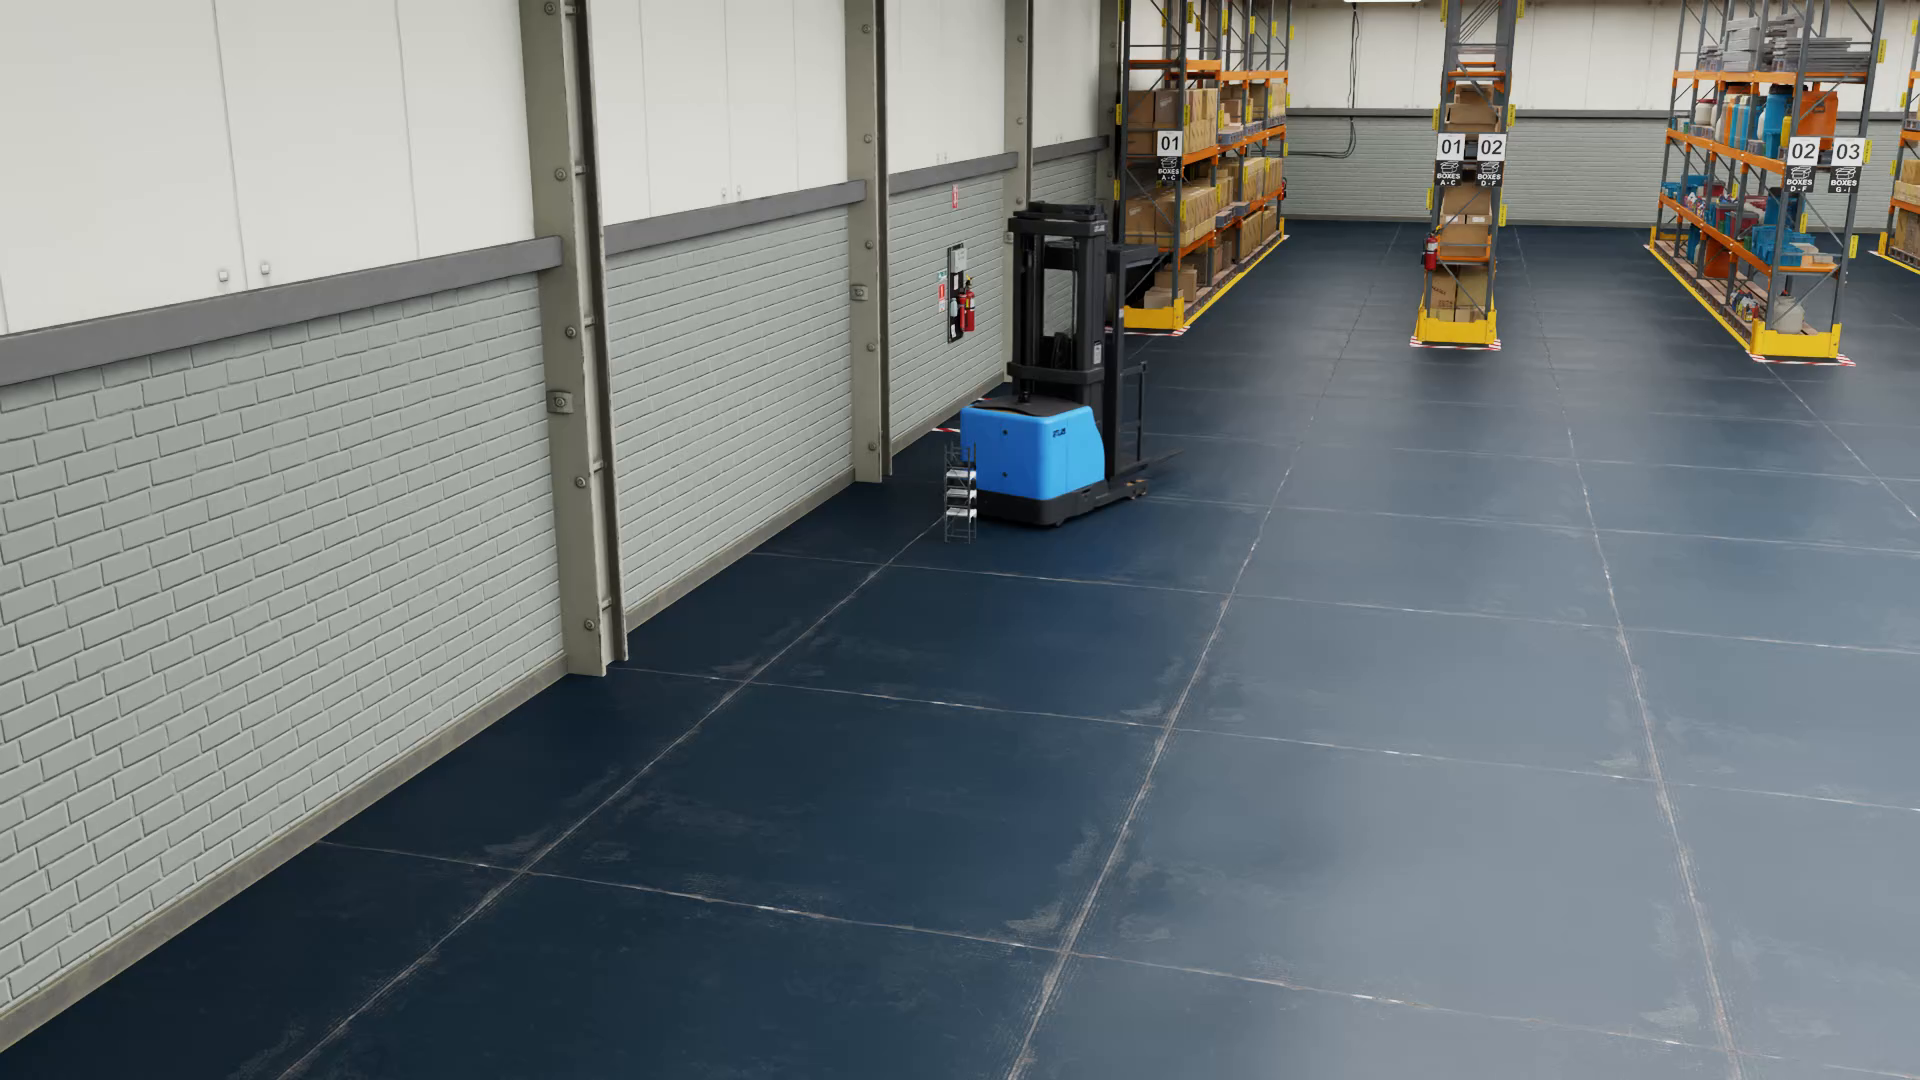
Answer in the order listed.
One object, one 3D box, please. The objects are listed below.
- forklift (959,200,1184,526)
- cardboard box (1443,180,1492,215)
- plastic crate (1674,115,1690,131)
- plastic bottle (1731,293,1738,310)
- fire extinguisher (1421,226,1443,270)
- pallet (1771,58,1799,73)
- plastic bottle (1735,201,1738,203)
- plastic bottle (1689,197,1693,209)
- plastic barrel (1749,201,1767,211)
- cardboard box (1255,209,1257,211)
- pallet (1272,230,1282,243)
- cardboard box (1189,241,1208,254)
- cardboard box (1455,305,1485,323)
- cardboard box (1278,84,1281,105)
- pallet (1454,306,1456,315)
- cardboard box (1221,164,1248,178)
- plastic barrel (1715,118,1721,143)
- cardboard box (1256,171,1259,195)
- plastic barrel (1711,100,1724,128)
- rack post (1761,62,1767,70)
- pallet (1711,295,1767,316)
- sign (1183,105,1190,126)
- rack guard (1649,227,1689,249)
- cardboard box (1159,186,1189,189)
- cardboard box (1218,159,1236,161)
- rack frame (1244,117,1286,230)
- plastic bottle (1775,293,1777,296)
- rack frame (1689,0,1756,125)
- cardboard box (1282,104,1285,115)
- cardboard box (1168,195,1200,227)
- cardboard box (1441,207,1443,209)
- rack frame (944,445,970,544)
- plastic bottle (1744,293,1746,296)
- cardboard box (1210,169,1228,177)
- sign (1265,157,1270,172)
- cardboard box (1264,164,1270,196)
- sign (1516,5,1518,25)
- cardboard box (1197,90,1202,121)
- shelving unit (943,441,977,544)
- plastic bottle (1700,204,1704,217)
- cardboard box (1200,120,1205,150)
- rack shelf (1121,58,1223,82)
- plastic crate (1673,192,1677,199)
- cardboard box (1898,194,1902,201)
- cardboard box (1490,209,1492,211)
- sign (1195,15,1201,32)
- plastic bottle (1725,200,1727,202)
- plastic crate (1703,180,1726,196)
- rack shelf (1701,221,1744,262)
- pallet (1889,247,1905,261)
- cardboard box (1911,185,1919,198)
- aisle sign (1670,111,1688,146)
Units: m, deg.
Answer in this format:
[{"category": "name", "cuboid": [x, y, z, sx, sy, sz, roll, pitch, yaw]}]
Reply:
[{"category": "forklift", "cuboid": [1.256, -1.885, 16.525, 1.130, 2.935, 3.031, 11, 19, 34]}, {"category": "cardboard box", "cuboid": [8.024, -5.418, 26.294, 0.700, 0.500, 0.500, 5, 16, 16]}, {"category": "plastic crate", "cuboid": [16.461, -9.446, 37.674, 0.504, 0.338, 0.767, 5, 16, 16]}, {"category": "plastic bottle", "cuboid": [13.172, -4.037, 28.172, 0.152, 0.276, 0.135, 5, 17, 18]}, {"category": "fire extinguisher", "cuboid": [7.385, -4.579, 26.037, 0.296, 0.674, 0.183, 5, 16, 16]}, {"category": "pallet", "cuboid": [13.196, -7.337, 25.705, 1.003, 0.211, 1.213, 5, 16, 16]}, {"category": "plastic bottle", "cuboid": [15.712, -6.710, 33.637, 0.152, 0.276, 0.135, 5, 16, 16]}, {"category": "plastic bottle", "cuboid": [15.256, -7.014, 34.694, 0.061, 0.283, 0.133, 5, 16, 16]}, {"category": "plastic barrel", "cuboid": [14.562, -5.876, 30.220, 0.433, 0.535, 0.433, 0, 16, 0]}, {"category": "cardboard box", "cuboid": [7.042, -8.017, 40.640, 0.380, 0.149, 0.250, 5, 17, 16]}, {"category": "pallet", "cuboid": [7.508, -7.623, 41.739, 1.003, 0.211, 1.213, 5, 16, 16]}, {"category": "cardboard box", "cuboid": [4.565, -5.720, 32.318, 0.500, 0.250, 0.500, 4, 16, 15]}, {"category": "cardboard box", "cuboid": [8.230, -3.613, 26.760, 0.500, 0.250, 0.500, 5, 16, 16]}, {"category": "cardboard box", "cuboid": [7.421, -10.682, 39.863, 0.500, 0.500, 0.500, 4, 16, 13]}, {"category": "pallet", "cuboid": [8.390, -3.791, 28.227, 1.003, 0.211, 1.213, 5, 16, 16]}, {"category": "cardboard box", "cuboid": [5.771, -7.755, 34.954, 0.500, 0.250, 0.500, 5, 17, 17]}, {"category": "plastic barrel", "cuboid": [14.503, -7.758, 31.402, 0.421, 0.512, 0.421, 0, 16, 0]}, {"category": "cardboard box", "cuboid": [6.348, -7.929, 36.942, 0.500, 0.500, 0.500, 5, 16, 16]}, {"category": "plastic barrel", "cuboid": [15.245, -8.505, 33.221, 0.433, 0.535, 0.433, 0, 16, 0]}, {"category": "rack post", "cuboid": [15.569, -9.471, 33.067, 0.937, 0.300, 0.954, 7, 17, 22]}, {"category": "pallet", "cuboid": [13.935, -4.139, 29.456, 1.003, 0.211, 1.213, 5, 16, 16]}, {"category": "sign", "cuboid": [3.634, -6.815, 26.682, 0.100, 0.325, 0.005, 5, 16, 16]}, {"category": "rack guard", "cuboid": [17.153, -7.216, 39.776, 1.175, 0.500, 0.348, 5, 16, 16]}, {"category": "cardboard box", "cuboid": [3.916, -6.232, 30.588, 0.500, 0.500, 0.500, 4, 16, 15]}, {"category": "cardboard box", "cuboid": [5.863, -8.326, 36.967, 0.500, 0.250, 0.500, 4, 16, 14]}, {"category": "rack frame", "cuboid": [7.660, -9.180, 42.117, 1.000, 3.000, 0.127, 5, 16, 16]}, {"category": "plastic bottle", "cuboid": [13.704, -4.030, 28.008, 0.144, 0.351, 0.185, 5, 16, 16]}, {"category": "rack frame", "cuboid": [16.022, -10.251, 34.901, 1.000, 3.000, 0.127, 5, 16, 16]}, {"category": "cardboard box", "cuboid": [7.707, -10.589, 40.910, 0.500, 0.250, 0.500, 5, 17, 18]}, {"category": "cardboard box", "cuboid": [3.840, -5.657, 28.561, 0.500, 0.500, 0.500, 4, 16, 14]}, {"category": "cardboard box", "cuboid": [8.156, -5.424, 27.505, 0.380, 0.149, 0.250, 5, 17, 17]}, {"category": "rack frame", "cuboid": [-0.027, -0.408, 15.041, 0.240, 0.900, 0.006, 5, 16, 16]}, {"category": "plastic bottle", "cuboid": [13.274, -4.033, 28.142, 0.061, 0.283, 0.133, 5, 16, 16]}, {"category": "cardboard box", "cuboid": [5.318, -7.566, 34.250, 0.380, 0.149, 0.250, 2, 16, 9]}, {"category": "sign", "cuboid": [7.047, -8.613, 38.141, 0.100, 0.325, 0.005, 5, 16, 16]}, {"category": "cardboard box", "cuboid": [6.693, -8.418, 38.883, 0.980, 0.700, 0.700, 5, 17, 17]}, {"category": "sign", "cuboid": [9.526, -9.019, 28.556, 0.100, 0.325, 0.005, 5, 16, 16]}, {"category": "cardboard box", "cuboid": [3.782, -7.320, 28.011, 0.500, 0.500, 0.500, 5, 17, 17]}, {"category": "shelving unit", "cuboid": [0.002, -0.435, 15.135, 0.258, 0.900, 0.210, 5, 16, 16]}, {"category": "plastic bottle", "cuboid": [14.762, -6.536, 33.031, 0.097, 0.271, 0.097, 0, 16, 0]}, {"category": "cardboard box", "cuboid": [3.910, -6.978, 28.639, 0.500, 0.500, 0.500, 6, 17, 19]}, {"category": "rack shelf", "cuboid": [3.682, -8.056, 28.484, 1.077, 0.370, 4.000, 5, 16, 16]}, {"category": "plastic crate", "cuboid": [16.229, -7.746, 37.435, 0.293, 0.136, 0.466, 5, 16, 16]}, {"category": "cardboard box", "cuboid": [21.346, -7.705, 37.378, 0.380, 0.149, 0.250, 4, 16, 15]}, {"category": "cardboard box", "cuboid": [8.474, -5.327, 27.162, 0.380, 0.149, 0.250, 4, 16, 14]}, {"category": "sign", "cuboid": [4.854, -10.541, 33.919, 0.100, 0.325, 0.005, 5, 16, 16]}, {"category": "plastic bottle", "cuboid": [15.744, -6.856, 34.162, 0.097, 0.271, 0.097, 0, 16, 0]}, {"category": "plastic crate", "cuboid": [16.516, -7.639, 36.457, 0.402, 0.464, 0.583, 5, 16, 16]}, {"category": "rack shelf", "cuboid": [14.317, -5.449, 30.283, 1.077, 0.370, 4.000, 5, 16, 16]}, {"category": "pallet", "cuboid": [21.755, -6.471, 37.676, 1.003, 0.211, 1.213, 5, 16, 16]}, {"category": "cardboard box", "cuboid": [21.081, -7.589, 36.239, 0.500, 0.250, 0.500, 4, 16, 15]}, {"category": "aisle sign", "cuboid": [16.894, -9.704, 39.202, 0.394, 0.787, 0.004, 5, 16, 16]}]
